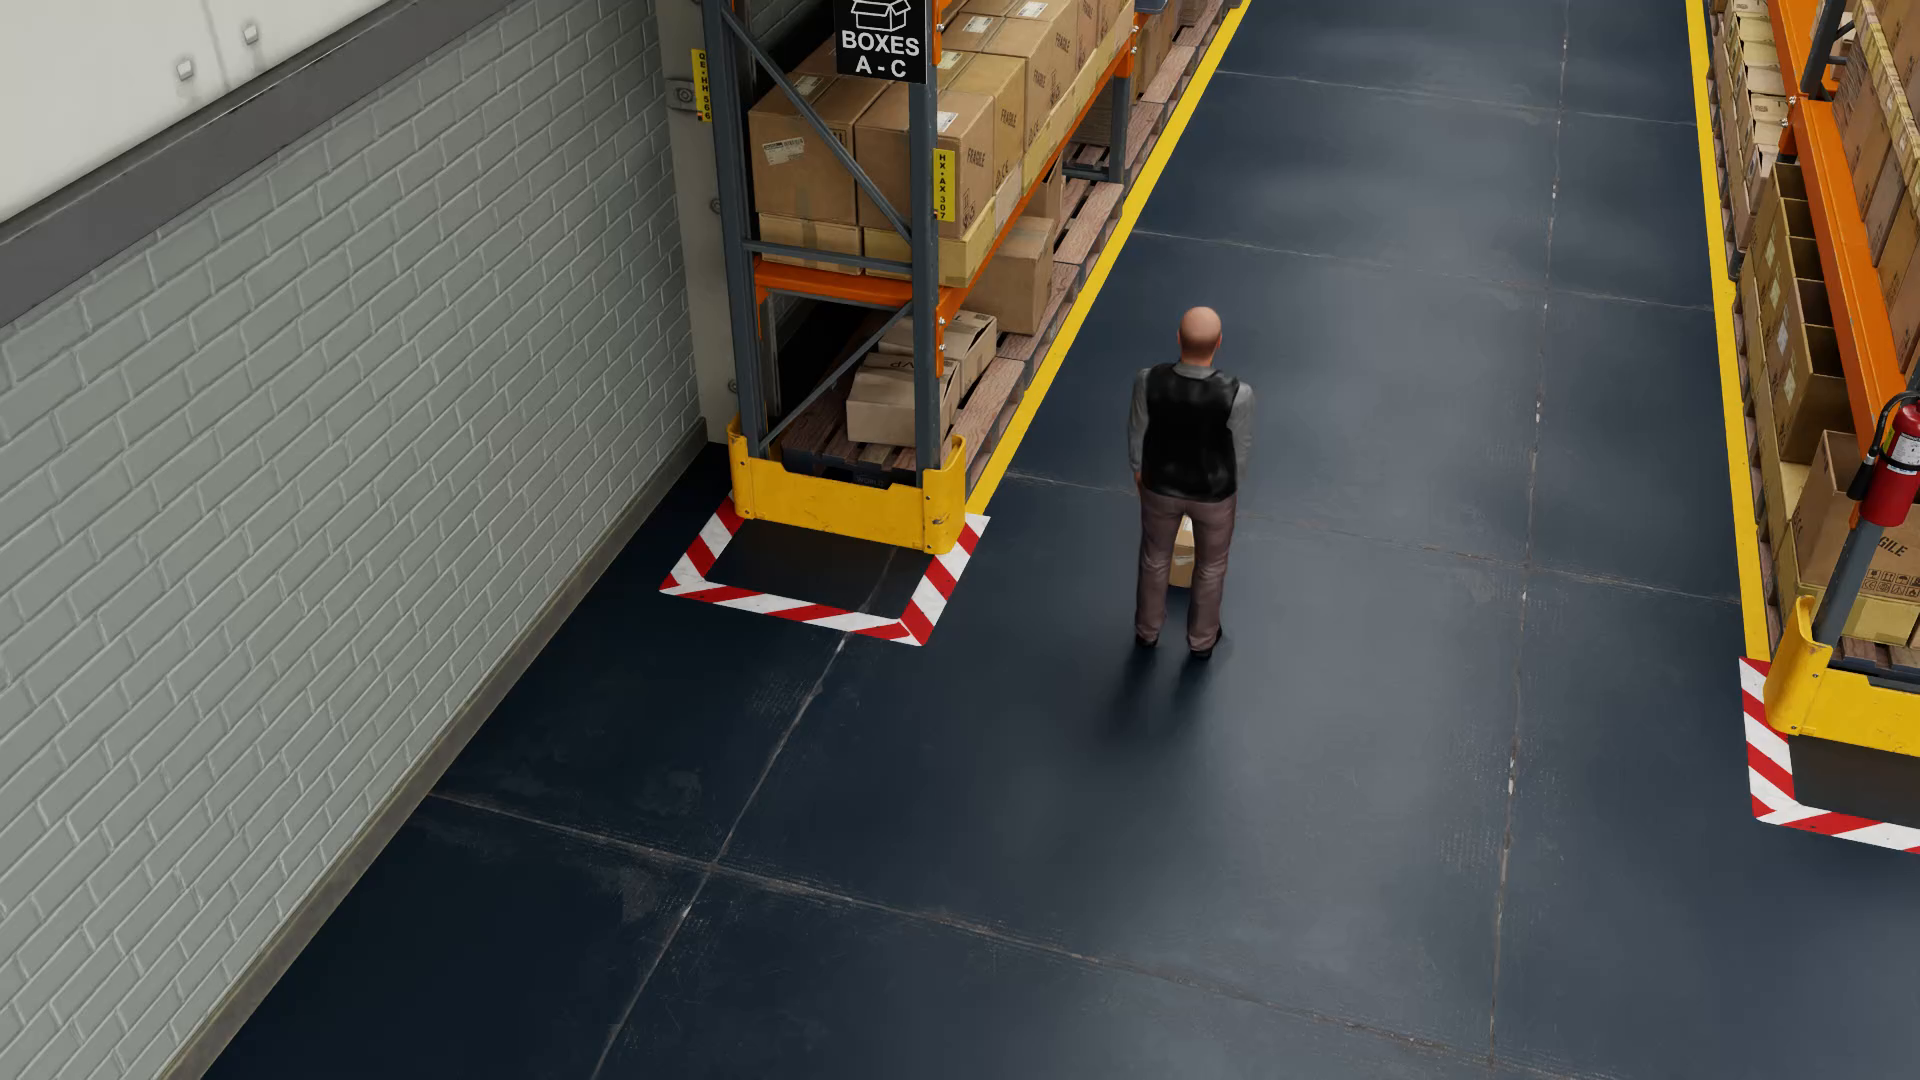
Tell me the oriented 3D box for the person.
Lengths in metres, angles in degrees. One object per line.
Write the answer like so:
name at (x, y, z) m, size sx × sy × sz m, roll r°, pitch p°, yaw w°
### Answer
person at (0.977, -0.236, 7.242) m, size 0.535 × 1.712 × 0.353 m, roll 11°, pitch 38°, yaw 15°
